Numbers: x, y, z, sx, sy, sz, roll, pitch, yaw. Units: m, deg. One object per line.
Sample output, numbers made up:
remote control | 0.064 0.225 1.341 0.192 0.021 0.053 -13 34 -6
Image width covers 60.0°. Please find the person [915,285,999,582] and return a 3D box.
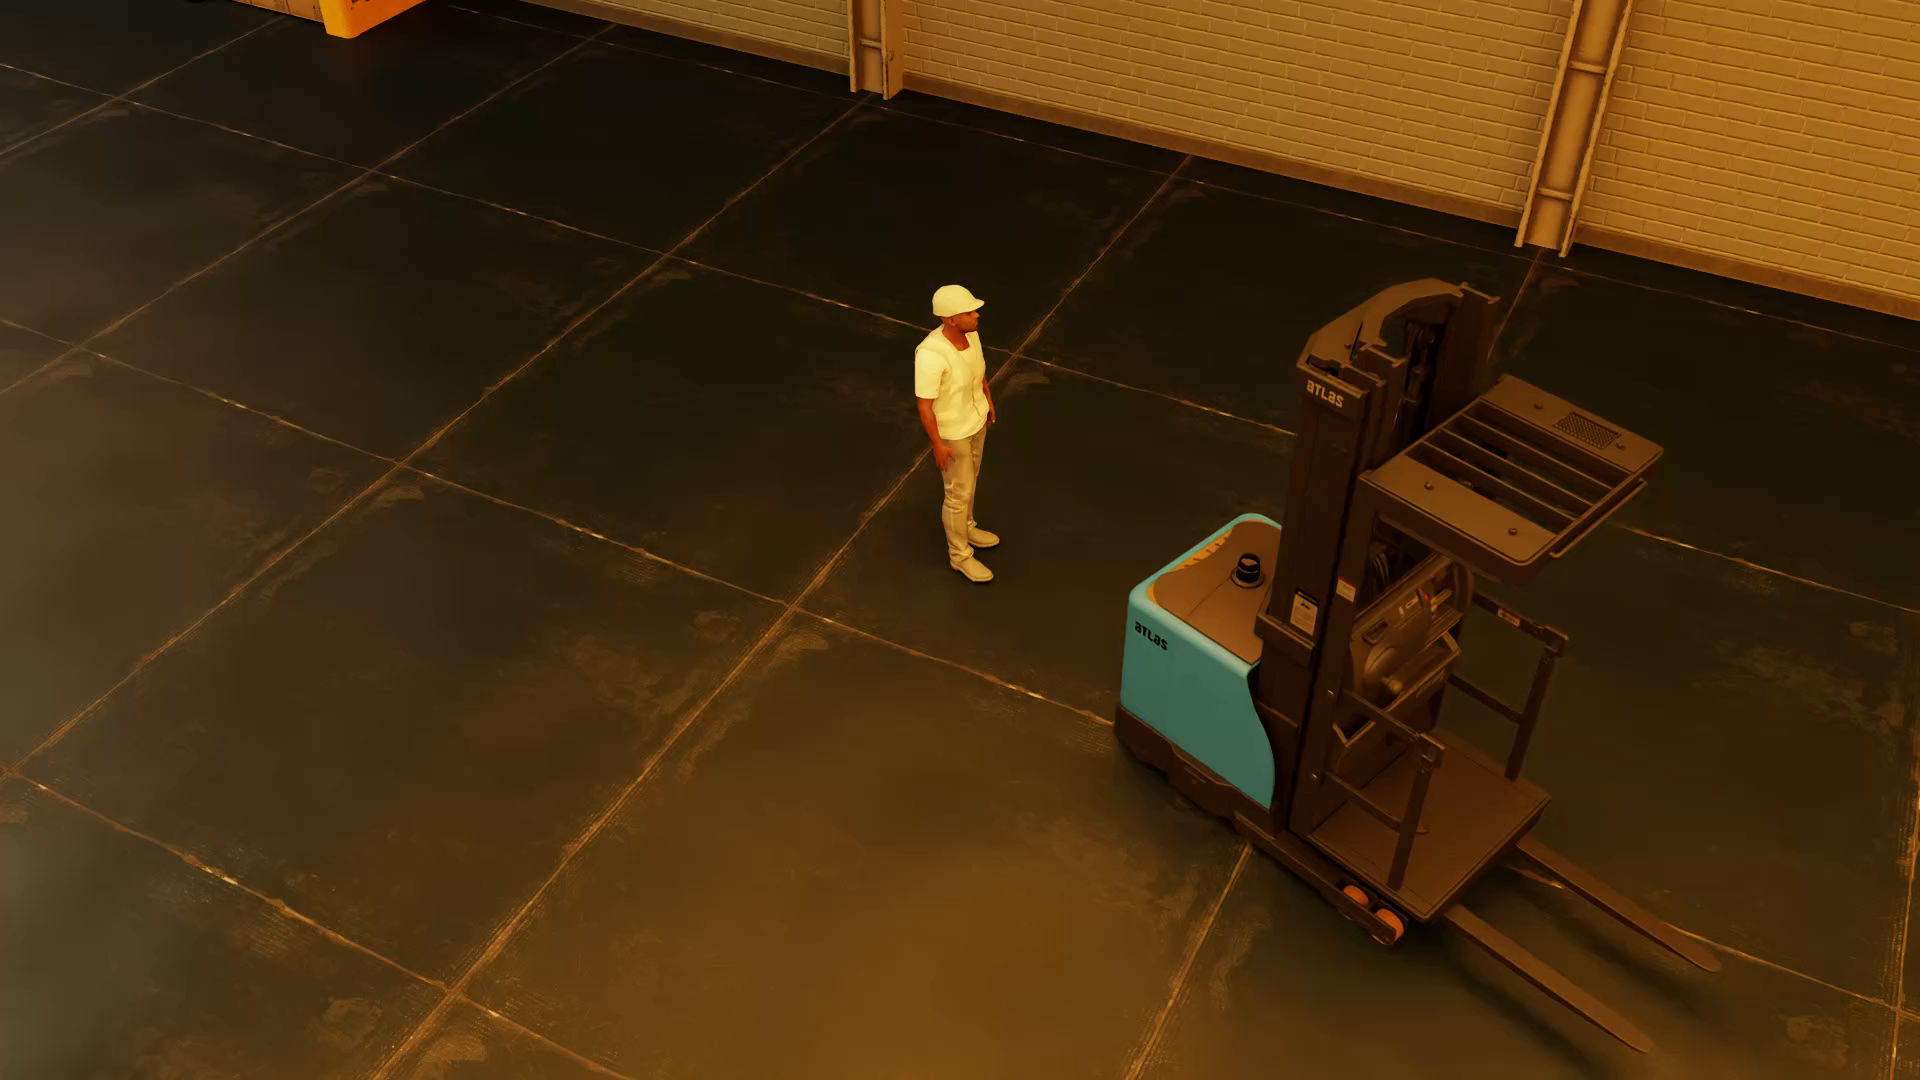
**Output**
person | 0.060 -0.657 9.660 0.575 1.768 0.666 18 43 21

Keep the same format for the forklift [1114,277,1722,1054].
forklift | 2.204 0.434 7.471 1.130 2.935 3.031 -31 49 -32
